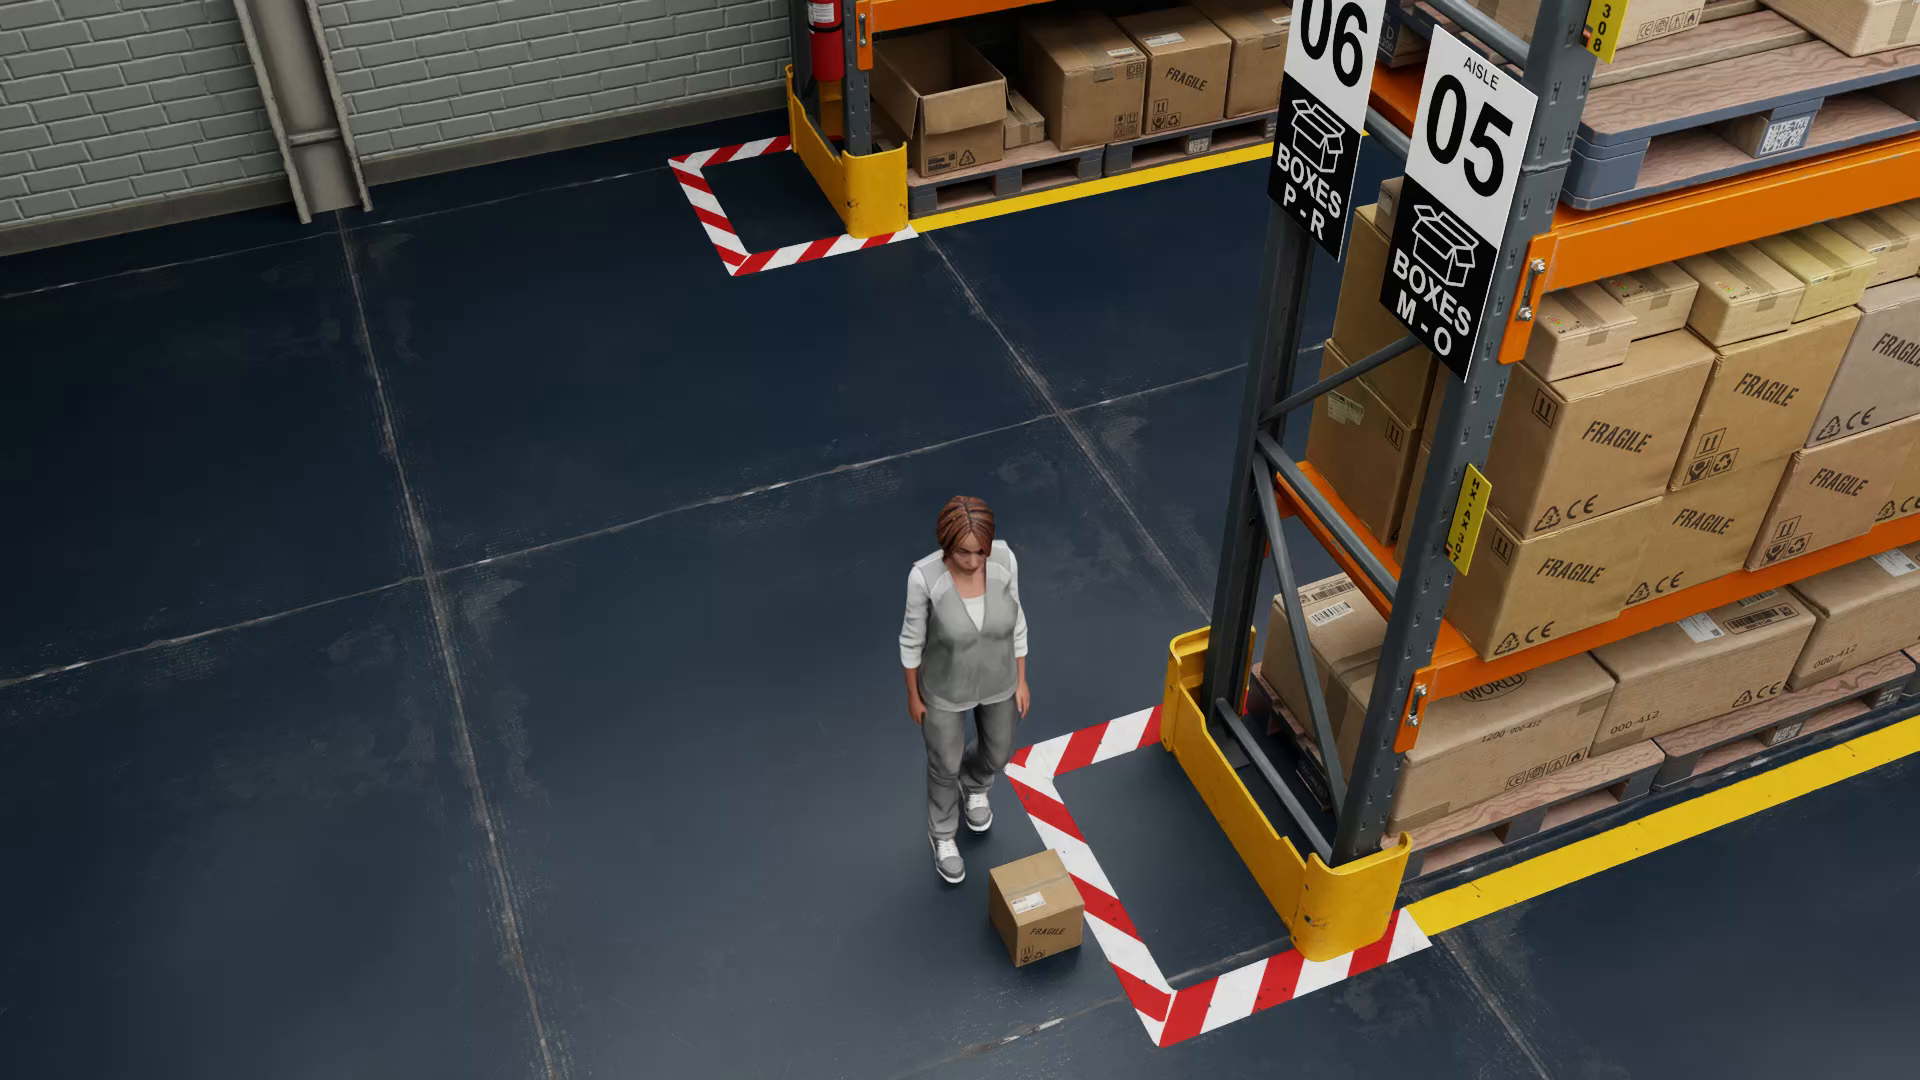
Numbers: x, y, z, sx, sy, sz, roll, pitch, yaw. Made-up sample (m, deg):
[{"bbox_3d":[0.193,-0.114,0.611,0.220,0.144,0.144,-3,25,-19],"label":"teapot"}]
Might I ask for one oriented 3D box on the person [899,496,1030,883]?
[{"bbox_3d":[0.017,0.496,5.618,0.428,1.594,0.439,-12,44,-13],"label":"person"}]
